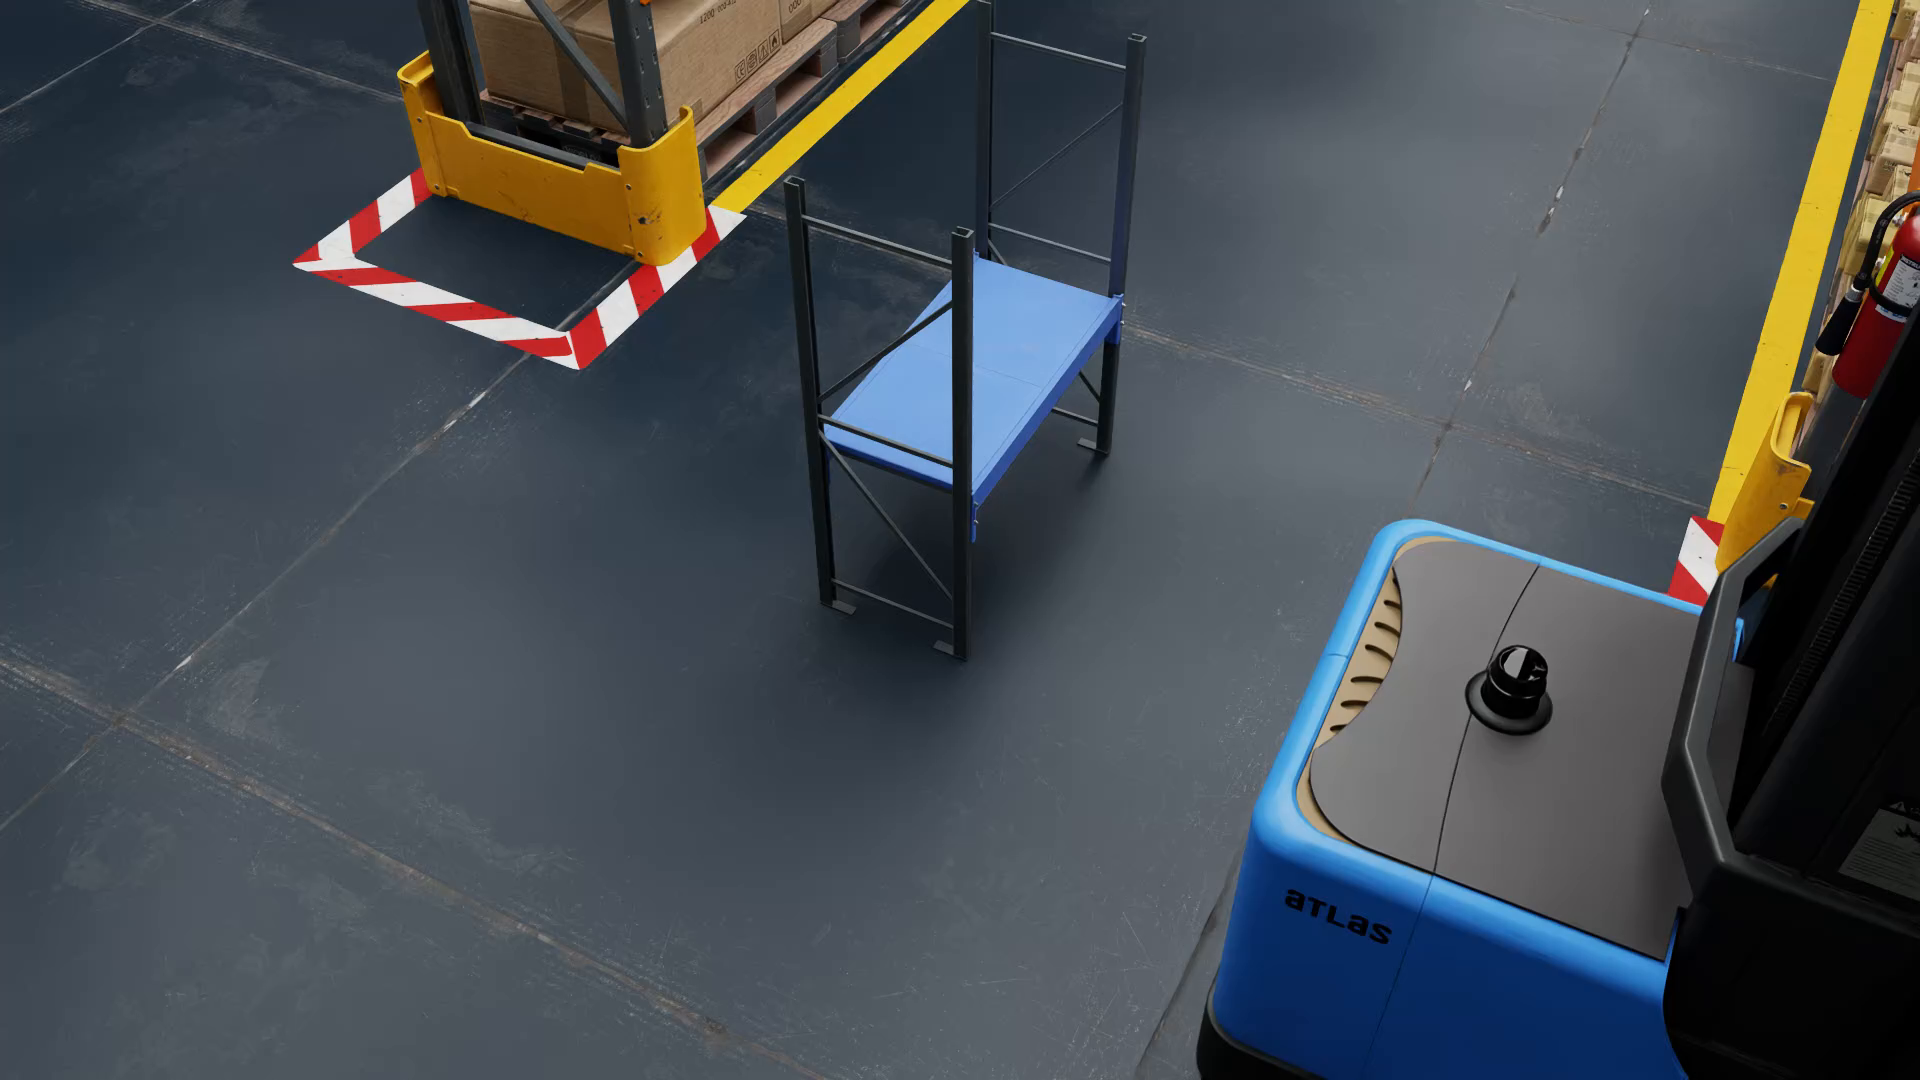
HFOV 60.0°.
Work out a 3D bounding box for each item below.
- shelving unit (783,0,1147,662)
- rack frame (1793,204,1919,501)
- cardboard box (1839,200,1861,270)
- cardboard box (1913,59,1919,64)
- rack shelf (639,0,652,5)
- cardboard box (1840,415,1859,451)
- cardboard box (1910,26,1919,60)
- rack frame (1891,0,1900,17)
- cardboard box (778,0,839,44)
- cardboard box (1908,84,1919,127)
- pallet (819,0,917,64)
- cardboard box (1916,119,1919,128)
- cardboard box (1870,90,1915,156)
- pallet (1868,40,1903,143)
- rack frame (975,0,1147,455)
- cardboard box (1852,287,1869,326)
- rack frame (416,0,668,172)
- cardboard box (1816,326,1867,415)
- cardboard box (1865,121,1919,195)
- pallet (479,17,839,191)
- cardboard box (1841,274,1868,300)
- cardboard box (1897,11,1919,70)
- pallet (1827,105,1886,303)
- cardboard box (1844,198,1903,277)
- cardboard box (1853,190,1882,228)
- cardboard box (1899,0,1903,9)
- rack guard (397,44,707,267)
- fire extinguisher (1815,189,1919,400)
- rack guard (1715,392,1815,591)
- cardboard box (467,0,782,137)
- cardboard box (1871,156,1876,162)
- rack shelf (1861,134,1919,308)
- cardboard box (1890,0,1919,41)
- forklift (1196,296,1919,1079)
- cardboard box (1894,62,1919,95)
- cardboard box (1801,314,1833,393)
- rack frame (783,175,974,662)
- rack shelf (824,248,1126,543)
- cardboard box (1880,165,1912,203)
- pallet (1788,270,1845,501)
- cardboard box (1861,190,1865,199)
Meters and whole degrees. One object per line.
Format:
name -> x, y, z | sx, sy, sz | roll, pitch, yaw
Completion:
shelving unit -> 0.040, -0.581, 4.770 | 0.538, 1.500, 1.048 | 20, 49, 19
rack frame -> 2.887, -0.815, 3.946 | 1.000, 3.000, 0.127 | 20, 49, 19
cardboard box -> 3.342, -1.035, 5.873 | 0.380, 0.149, 0.250 | 18, 48, 17
cardboard box -> 4.024, -1.839, 6.668 | 0.380, 0.149, 0.250 | 19, 48, 18
rack shelf -> -0.615, -3.392, 7.000 | 1.077, 0.370, 4.000 | 20, 49, 19
cardboard box -> 2.947, -0.361, 5.207 | 0.380, 0.149, 0.250 | 21, 49, 20
cardboard box -> 3.855, -1.906, 6.315 | 0.380, 0.149, 0.250 | 21, 49, 20
rack frame -> 4.744, -3.335, 6.437 | 1.000, 3.000, 0.127 | 20, 49, 19
cardboard box -> -0.909, -2.660, 7.277 | 0.875, 0.438, 0.875 | 22, 49, 20
cardboard box -> 3.653, -1.565, 5.978 | 0.380, 0.149, 0.250 | 21, 49, 19
pallet -> -0.675, -2.700, 7.770 | 1.003, 0.211, 1.213 | 20, 49, 19
cardboard box -> 3.556, -1.390, 5.806 | 0.380, 0.149, 0.250 | 19, 48, 18
cardboard box -> 3.587, -1.488, 6.112 | 0.380, 0.149, 0.250 | 21, 49, 19
pallet -> 4.464, -1.920, 6.999 | 1.003, 0.211, 1.213 | 20, 49, 19
rack frame -> 0.276, -0.901, 5.086 | 0.500, 1.500, 0.032 | 20, 49, 19
cardboard box -> 3.049, -0.638, 5.272 | 0.380, 0.149, 0.250 | 19, 48, 18
rack frame -> -1.544, -2.385, 5.499 | 1.000, 3.000, 0.127 | 20, 49, 19
cardboard box -> 2.880, -0.491, 5.127 | 0.380, 0.149, 0.250 | 19, 48, 18
cardboard box -> 3.336, -1.261, 5.678 | 0.380, 0.149, 0.250 | 22, 49, 20
pallet -> -1.242, -1.935, 7.014 | 1.003, 0.211, 1.213 | 20, 49, 19
cardboard box -> 3.119, -0.819, 5.451 | 0.380, 0.149, 0.250 | 19, 48, 17
cardboard box -> 4.098, -2.015, 6.842 | 0.380, 0.149, 0.250 | 20, 49, 19
pallet -> 3.899, -1.148, 6.236 | 1.003, 0.211, 1.213 | 20, 49, 19
cardboard box -> 3.084, -0.931, 5.352 | 0.380, 0.149, 0.250 | 19, 48, 18
cardboard box -> 3.348, -1.150, 5.778 | 0.380, 0.149, 0.250 | 21, 49, 20
cardboard box -> 4.291, -2.357, 7.179 | 0.380, 0.149, 0.250 | 18, 48, 17
rack guard -> -1.555, -1.492, 6.373 | 1.175, 0.500, 0.348 | 20, 49, 19
fire extinguisher -> 2.362, -0.650, 4.100 | 0.296, 0.674, 0.183 | 20, 49, 19
rack guard -> 2.923, 0.016, 4.883 | 1.175, 0.500, 0.348 | 20, 49, 19
cardboard box -> -1.326, -2.081, 6.704 | 0.875, 0.438, 0.875 | 19, 48, 18
cardboard box -> 3.724, -1.526, 6.358 | 0.380, 0.149, 0.250 | 19, 48, 18
rack shelf -> 3.816, -1.822, 5.447 | 1.077, 0.370, 4.000 | 20, 49, 19
cardboard box -> 4.167, -2.189, 7.014 | 0.380, 0.149, 0.250 | 22, 49, 20
forklift -> 2.113, 0.426, 2.769 | 3.031, 2.935, 1.130 | 19, 48, 18
cardboard box -> 3.724, -1.635, 6.257 | 0.380, 0.149, 0.250 | 20, 49, 19
cardboard box -> 2.977, -0.556, 5.400 | 0.380, 0.149, 0.250 | 22, 49, 20
rack frame -> -0.196, -0.261, 4.453 | 0.500, 1.500, 0.032 | 20, 49, 19
rack shelf -> 0.040, -0.455, 4.898 | 0.538, 0.185, 1.000 | 20, 49, 19
cardboard box -> 3.260, -1.073, 5.492 | 0.380, 0.149, 0.250 | 19, 48, 18
pallet -> 3.331, -0.382, 5.480 | 1.003, 0.211, 1.213 | 20, 49, 19
cardboard box -> 3.486, -1.201, 6.037 | 0.380, 0.149, 0.250 | 21, 49, 20
